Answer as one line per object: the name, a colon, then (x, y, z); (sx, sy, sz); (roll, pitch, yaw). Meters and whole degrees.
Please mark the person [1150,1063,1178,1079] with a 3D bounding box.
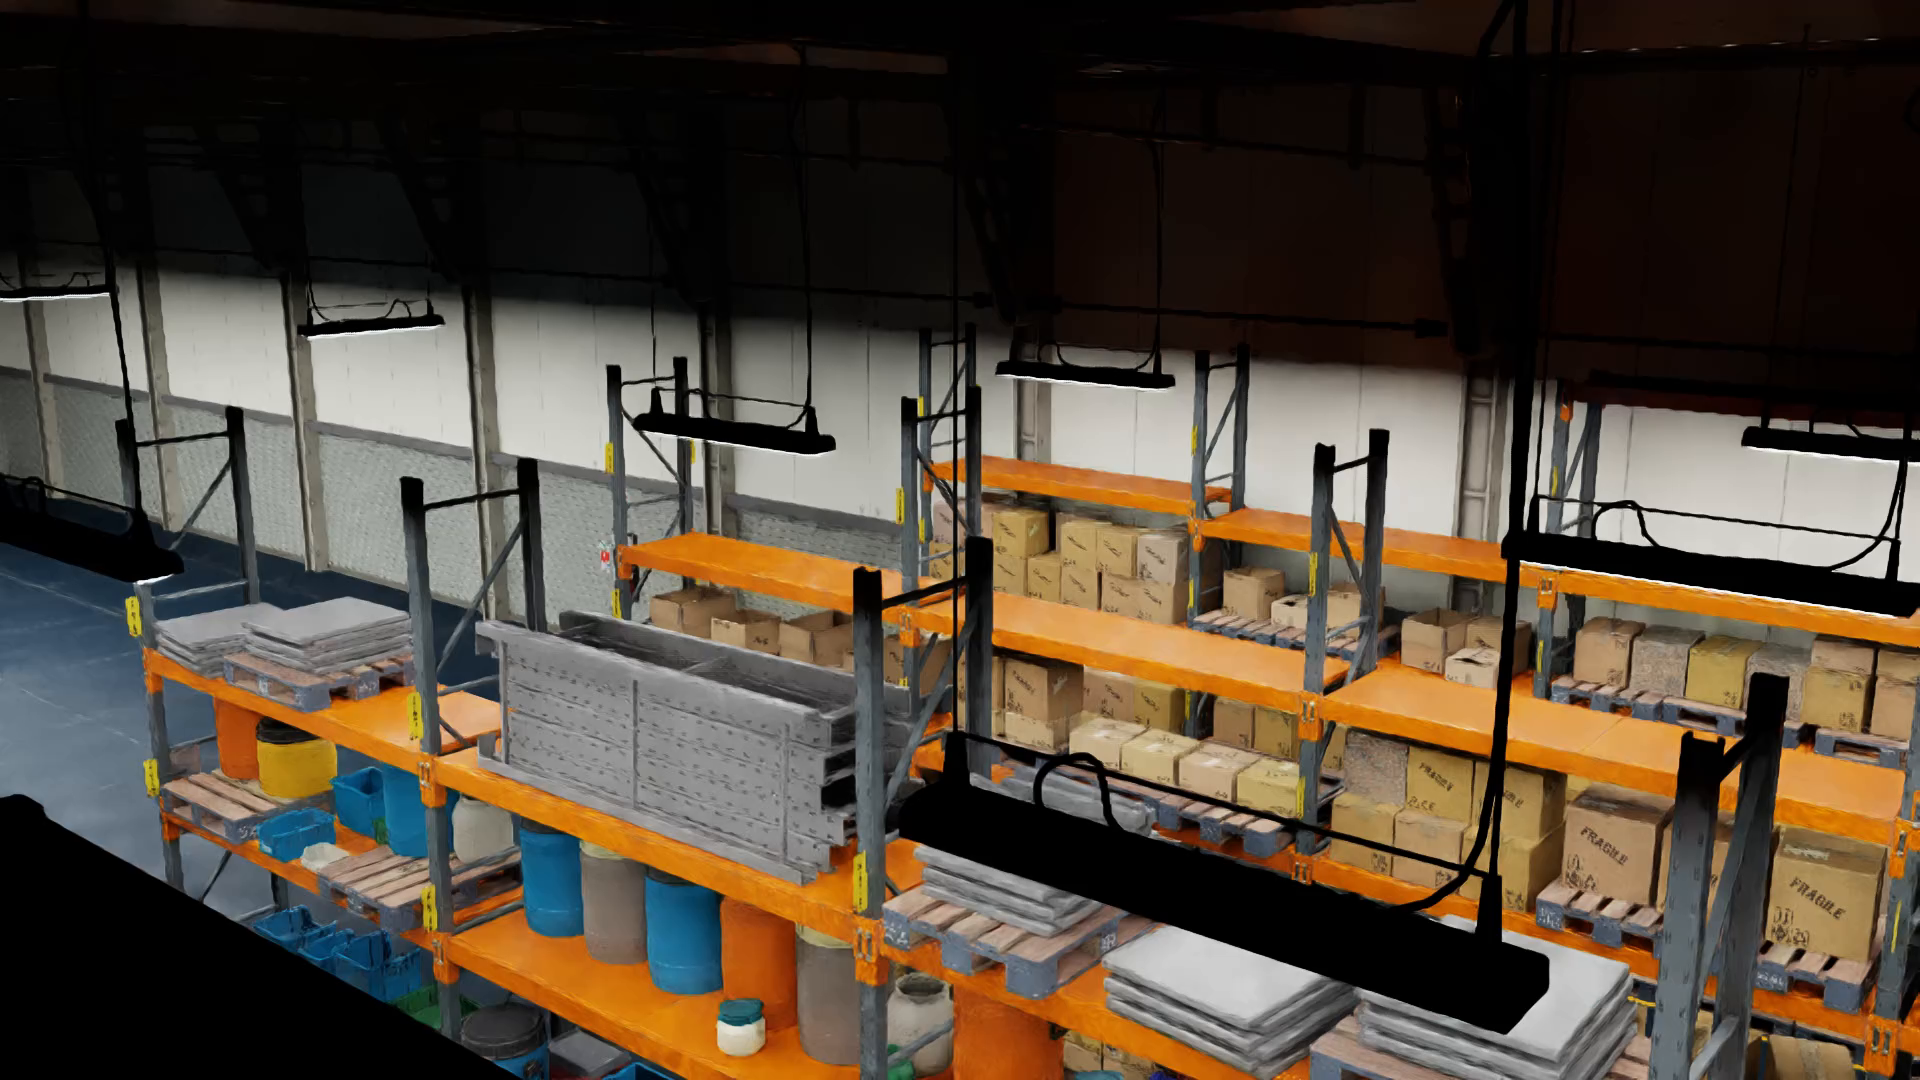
person: (1.588, 4.526, 12.383); (0.467, 1.661, 0.497); (-5, 13, -20)
